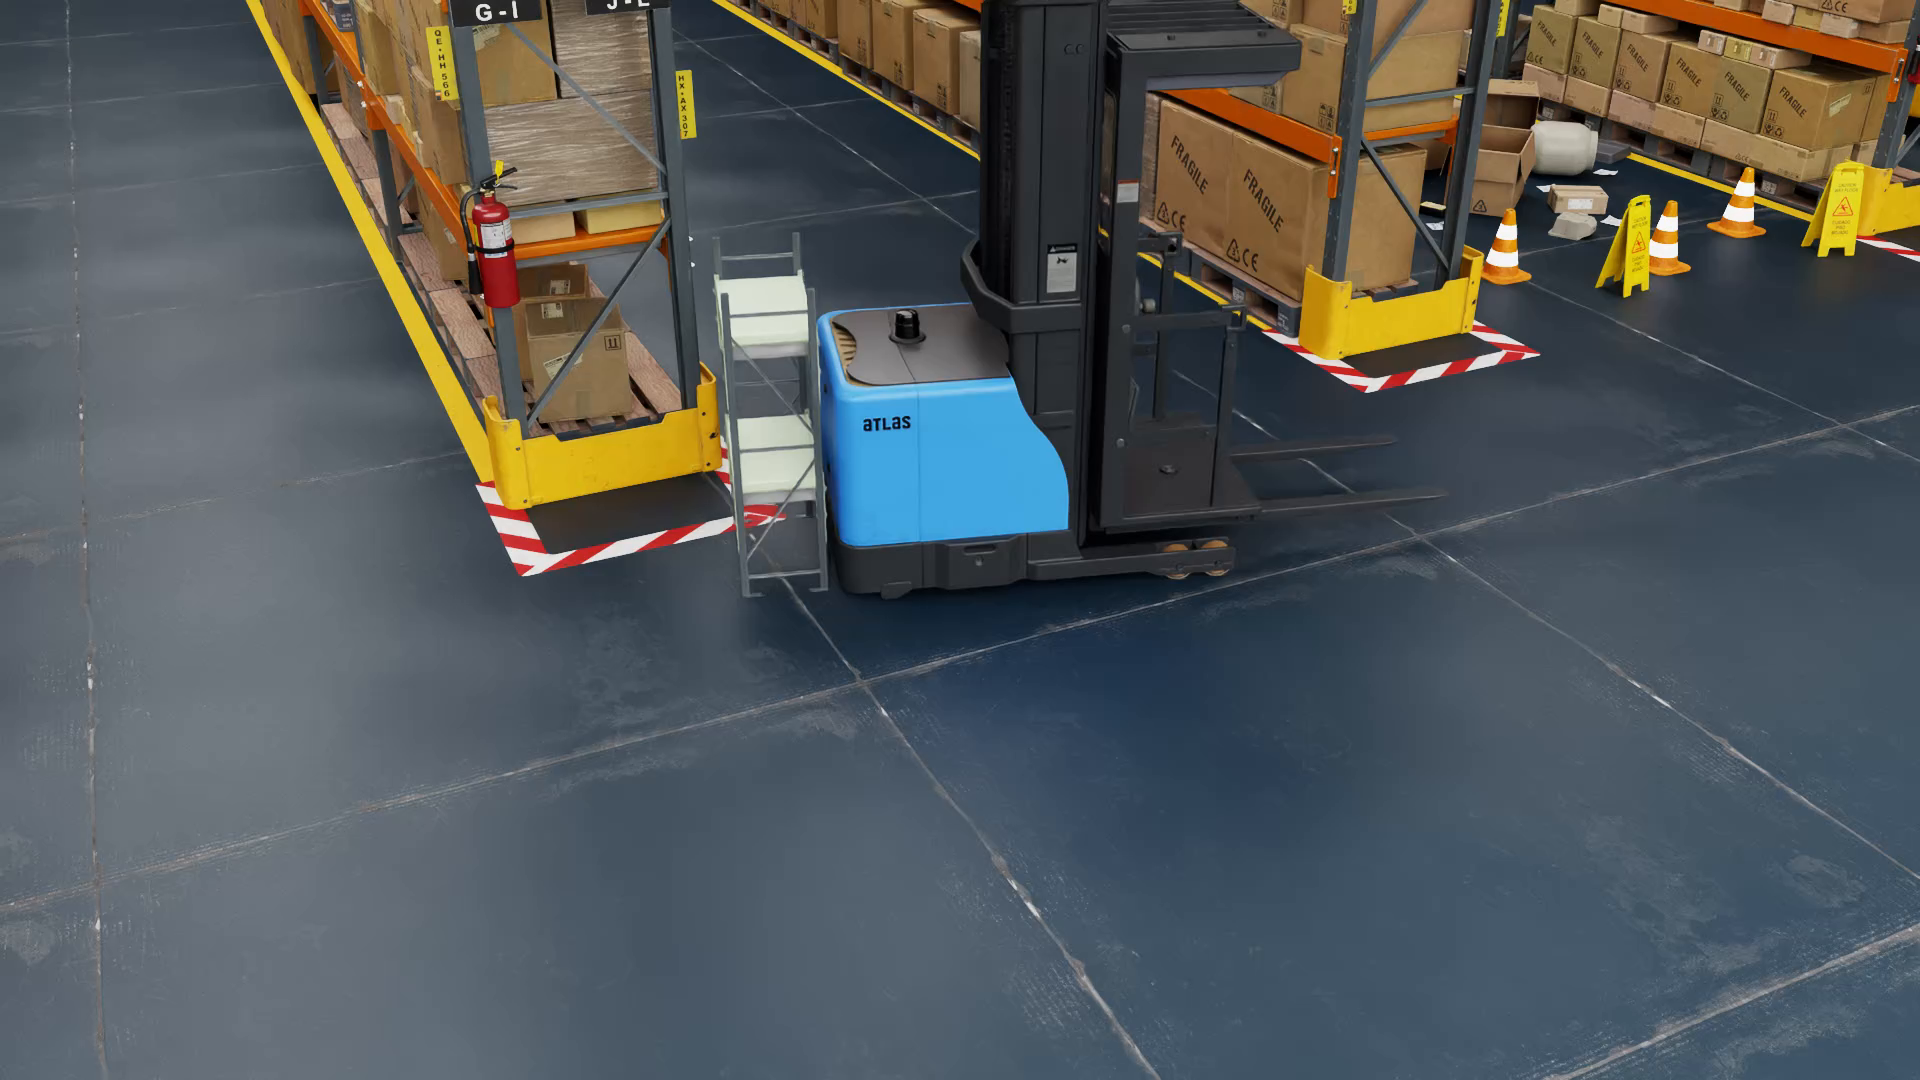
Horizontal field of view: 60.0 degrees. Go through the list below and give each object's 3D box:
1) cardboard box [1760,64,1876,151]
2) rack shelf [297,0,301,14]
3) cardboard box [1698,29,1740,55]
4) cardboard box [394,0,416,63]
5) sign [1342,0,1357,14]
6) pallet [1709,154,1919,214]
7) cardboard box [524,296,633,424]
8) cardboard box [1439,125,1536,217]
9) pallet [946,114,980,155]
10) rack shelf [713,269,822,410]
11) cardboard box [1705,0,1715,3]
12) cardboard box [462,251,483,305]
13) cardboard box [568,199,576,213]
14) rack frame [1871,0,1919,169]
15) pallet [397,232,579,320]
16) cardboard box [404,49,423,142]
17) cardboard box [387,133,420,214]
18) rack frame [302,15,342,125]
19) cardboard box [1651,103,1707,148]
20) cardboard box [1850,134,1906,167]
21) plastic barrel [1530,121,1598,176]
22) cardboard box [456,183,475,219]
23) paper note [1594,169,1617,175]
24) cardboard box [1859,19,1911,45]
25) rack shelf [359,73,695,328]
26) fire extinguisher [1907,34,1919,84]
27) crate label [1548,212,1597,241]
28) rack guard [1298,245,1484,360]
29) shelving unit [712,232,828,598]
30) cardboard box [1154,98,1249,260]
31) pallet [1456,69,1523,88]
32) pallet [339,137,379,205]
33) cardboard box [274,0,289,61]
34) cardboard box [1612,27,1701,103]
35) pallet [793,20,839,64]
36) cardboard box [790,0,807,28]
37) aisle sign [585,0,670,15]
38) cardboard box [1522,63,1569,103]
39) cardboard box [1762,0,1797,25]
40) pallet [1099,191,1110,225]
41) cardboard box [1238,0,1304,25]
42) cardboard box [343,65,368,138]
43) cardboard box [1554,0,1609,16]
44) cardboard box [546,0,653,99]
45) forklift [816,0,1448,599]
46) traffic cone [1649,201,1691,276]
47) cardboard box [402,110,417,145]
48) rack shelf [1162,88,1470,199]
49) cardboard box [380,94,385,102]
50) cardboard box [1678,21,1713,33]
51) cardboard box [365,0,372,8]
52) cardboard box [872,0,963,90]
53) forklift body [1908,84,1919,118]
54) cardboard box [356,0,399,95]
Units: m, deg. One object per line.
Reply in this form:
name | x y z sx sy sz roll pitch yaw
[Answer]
cardboard box | 6.542 -3.308 12.697 0.500 0.500 0.500 -13 32 -22
rack shelf | -6.122 -5.720 16.120 1.077 0.370 4.000 -13 32 -22
cardboard box | 6.107 -3.967 13.210 0.380 0.149 0.250 -12 31 -20
cardboard box | -2.720 -2.858 8.852 0.500 0.500 0.500 -13 32 -22
sign | 2.198 -3.114 9.311 0.100 0.325 0.005 -13 32 -22
pallet | 6.772 -2.881 13.172 1.003 0.211 1.213 -13 32 -22
cardboard box | -2.082 -0.989 9.073 0.500 0.500 0.500 -7 30 -13
cardboard box | 4.081 -2.853 12.824 0.637 0.503 0.797 13 32 21
pallet | 0.578 -3.489 14.257 1.003 0.211 1.213 -13 32 -22
rack shelf | -0.881 -0.921 7.561 0.431 0.370 0.720 -5 30 -9
cardboard box | 6.129 -4.388 13.265 0.380 0.149 0.250 -13 32 -22
cardboard box | -2.820 -1.782 10.488 0.500 0.500 0.500 -16 33 -26
cardboard box | -1.826 -1.798 8.646 0.380 0.149 0.250 -13 32 -22
rack frame | 7.122 -3.698 11.777 1.000 3.000 0.127 -13 32 -22
pallet | -3.226 -1.878 11.384 1.003 0.211 1.213 -13 32 -22
cardboard box | -2.539 -2.465 9.172 0.875 0.500 0.500 -13 32 -22
cardboard box | -3.790 -2.761 12.213 0.700 0.500 0.500 -16 33 -26
rack frame | -5.263 -5.151 14.369 1.000 3.000 0.127 -13 32 -22
cardboard box | 6.087 -3.443 13.704 0.500 0.250 0.500 -14 32 -24
cardboard box | 7.025 -3.096 13.086 0.500 0.250 0.500 -13 32 -22
plastic barrel | 4.867 -3.168 13.468 0.512 0.421 0.421 7 30 13
cardboard box | -2.398 -1.800 8.650 0.380 0.149 0.250 -13 32 -22
paper note | 5.277 -3.008 13.584 0.148 0.019 0.142 26 38 38
cardboard box | 6.768 -3.708 12.053 0.380 0.149 0.250 -12 31 -20
rack shelf | -2.687 -2.187 9.818 1.077 0.370 4.000 -13 32 -22
fire extinguisher | 6.755 -3.517 11.533 0.296 0.674 0.183 -13 32 -22
crate label | 4.522 -2.319 12.246 0.298 0.136 0.250 19 34 30
rack guard | 2.705 -1.513 10.437 1.175 0.500 0.348 -13 32 -22
shelving unit | -0.881 -0.581 7.752 0.431 1.500 0.755 -5 30 -9
cardboard box | 1.964 -2.544 11.463 0.875 0.875 0.875 -14 32 -23
pallet | 5.069 -4.592 16.223 1.003 0.211 1.213 -13 32 -22
pallet | -4.409 -3.051 13.475 1.003 0.211 1.213 -13 32 -22
cardboard box | -5.916 -5.112 16.042 1.225 0.875 0.875 -13 32 -22
cardboard box | 5.875 -3.995 13.922 0.500 0.500 0.500 -11 31 -19
pallet | -1.074 -5.277 17.444 1.003 0.211 1.213 -13 32 -22
cardboard box | -1.478 -5.706 17.486 0.500 0.500 0.500 -12 31 -20
aisle sign | -1.531 -2.786 7.494 0.394 0.787 0.004 -13 32 -22
cardboard box | 5.414 -4.131 14.932 0.500 0.250 0.500 -15 32 -24
cardboard box | 6.330 -4.022 12.613 0.380 0.149 0.250 -13 32 -21
pallet | 1.233 -2.812 13.049 1.003 0.211 1.213 -13 32 -22
cardboard box | 2.251 -3.546 10.249 0.875 0.550 0.550 -13 32 -22
cardboard box | -4.708 -3.718 13.920 0.700 0.500 0.500 -16 33 -26
cardboard box | 5.413 -4.673 14.469 0.380 0.149 0.250 -13 32 -21
cardboard box | -1.819 -2.526 8.260 0.500 0.500 0.500 -13 32 -22
forklift | 0.858 -1.340 7.644 3.031 2.935 1.130 -5 30 -9
traffic cone | 4.915 -2.127 11.570 0.336 0.463 0.334 -13 32 -22
cardboard box | -3.069 -2.456 9.820 0.380 0.149 0.250 -13 32 -22
rack shelf | 1.836 -3.183 11.596 1.077 0.370 4.000 -13 32 -22
cardboard box | -3.497 -2.898 10.609 0.380 0.149 0.250 -13 32 -22
cardboard box | 6.341 -4.121 14.148 0.500 0.500 0.500 -11 31 -19
cardboard box | -3.366 -3.521 10.033 0.500 0.500 0.500 -13 32 -22
cardboard box | -0.182 -4.676 15.393 1.050 0.750 0.750 -13 32 -21
forklift body | 9.141 -4.826 14.657 2.313 2.155 1.214 -13 32 -22
cardboard box | -3.226 -3.117 10.336 0.875 0.500 0.500 -13 32 -22
